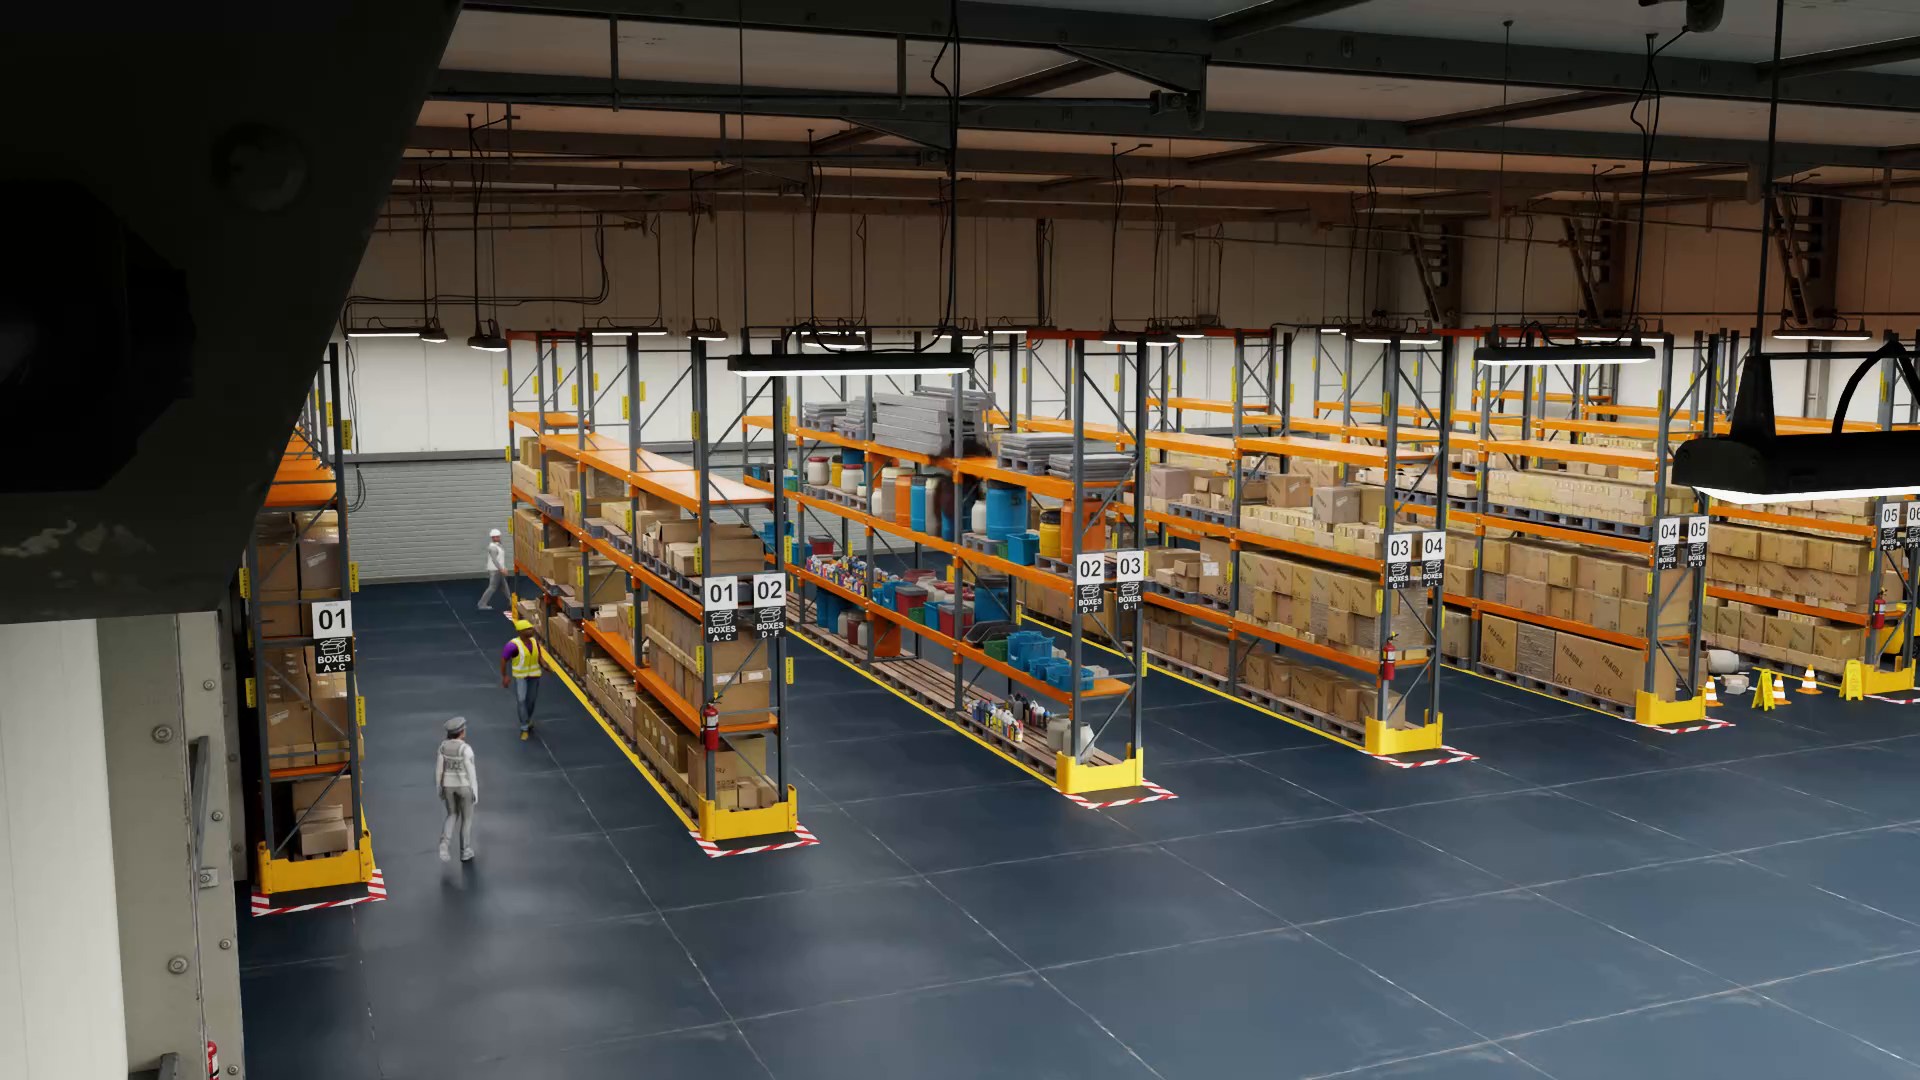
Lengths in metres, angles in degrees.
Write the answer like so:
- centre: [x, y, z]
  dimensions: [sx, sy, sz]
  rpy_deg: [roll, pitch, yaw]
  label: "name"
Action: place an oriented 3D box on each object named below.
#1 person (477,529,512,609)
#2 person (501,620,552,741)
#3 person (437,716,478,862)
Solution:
- centre: [-9.887, 0.607, 35.694]
  dimensions: [1.047, 1.706, 0.637]
  rpy_deg: [-5, 9, -32]
  label: "person"
- centre: [-6.562, 2.081, 25.152]
  dimensions: [0.740, 1.770, 0.953]
  rpy_deg: [-3, 8, -22]
  label: "person"
- centre: [-5.830, 2.886, 19.215]
  dimensions: [0.507, 1.683, 0.468]
  rpy_deg: [1, 8, 8]
  label: "person"
